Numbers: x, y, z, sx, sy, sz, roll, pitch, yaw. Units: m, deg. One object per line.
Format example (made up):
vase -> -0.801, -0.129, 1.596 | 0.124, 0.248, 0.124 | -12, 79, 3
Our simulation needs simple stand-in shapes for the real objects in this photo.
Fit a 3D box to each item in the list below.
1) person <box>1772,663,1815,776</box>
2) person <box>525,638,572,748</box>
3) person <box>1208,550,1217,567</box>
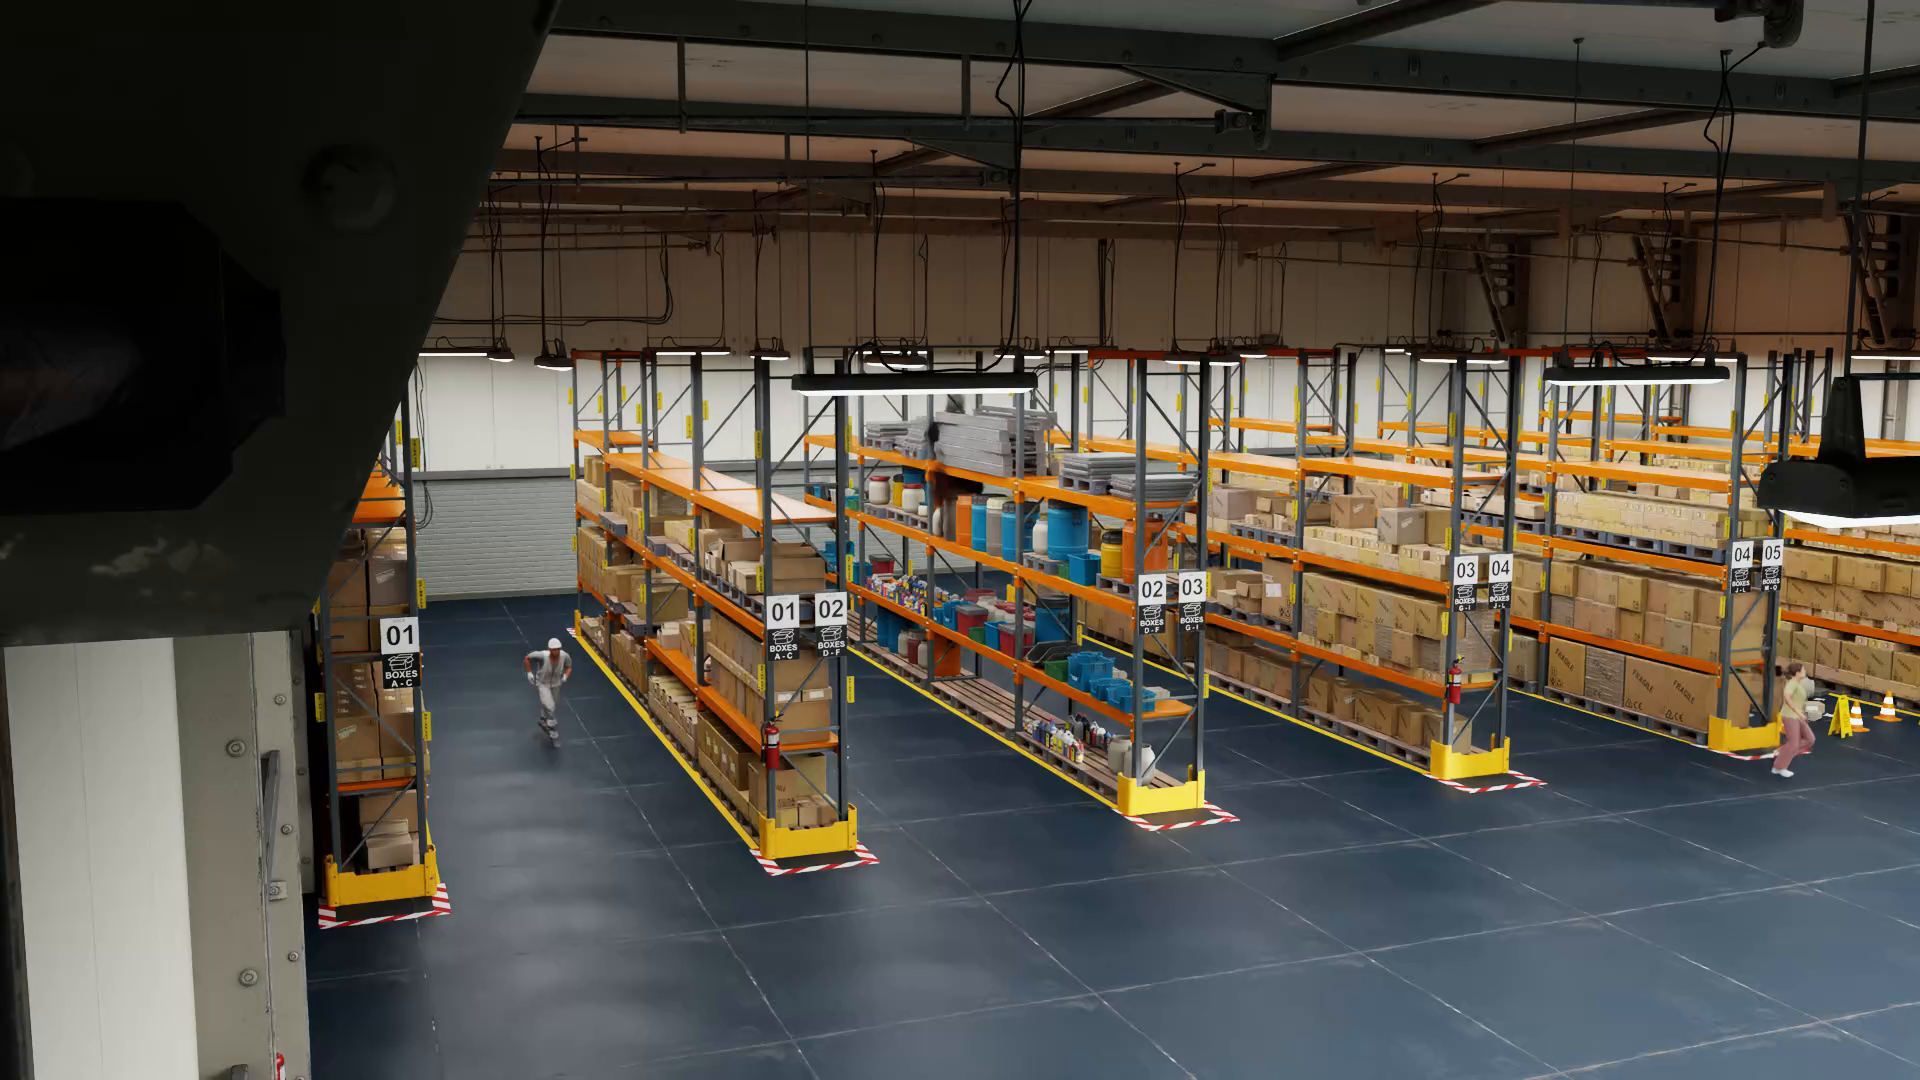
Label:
person -> 12.043, 2.563, 23.945 | 0.508, 1.606, 0.637 | 5, 9, 36
person -> -6.387, 2.321, 25.771 | 0.706, 1.731, 1.053 | -4, 8, -30
person -> 6.221, 0.359, 41.601 | 0.674, 1.650, 0.791 | 0, 7, -3
